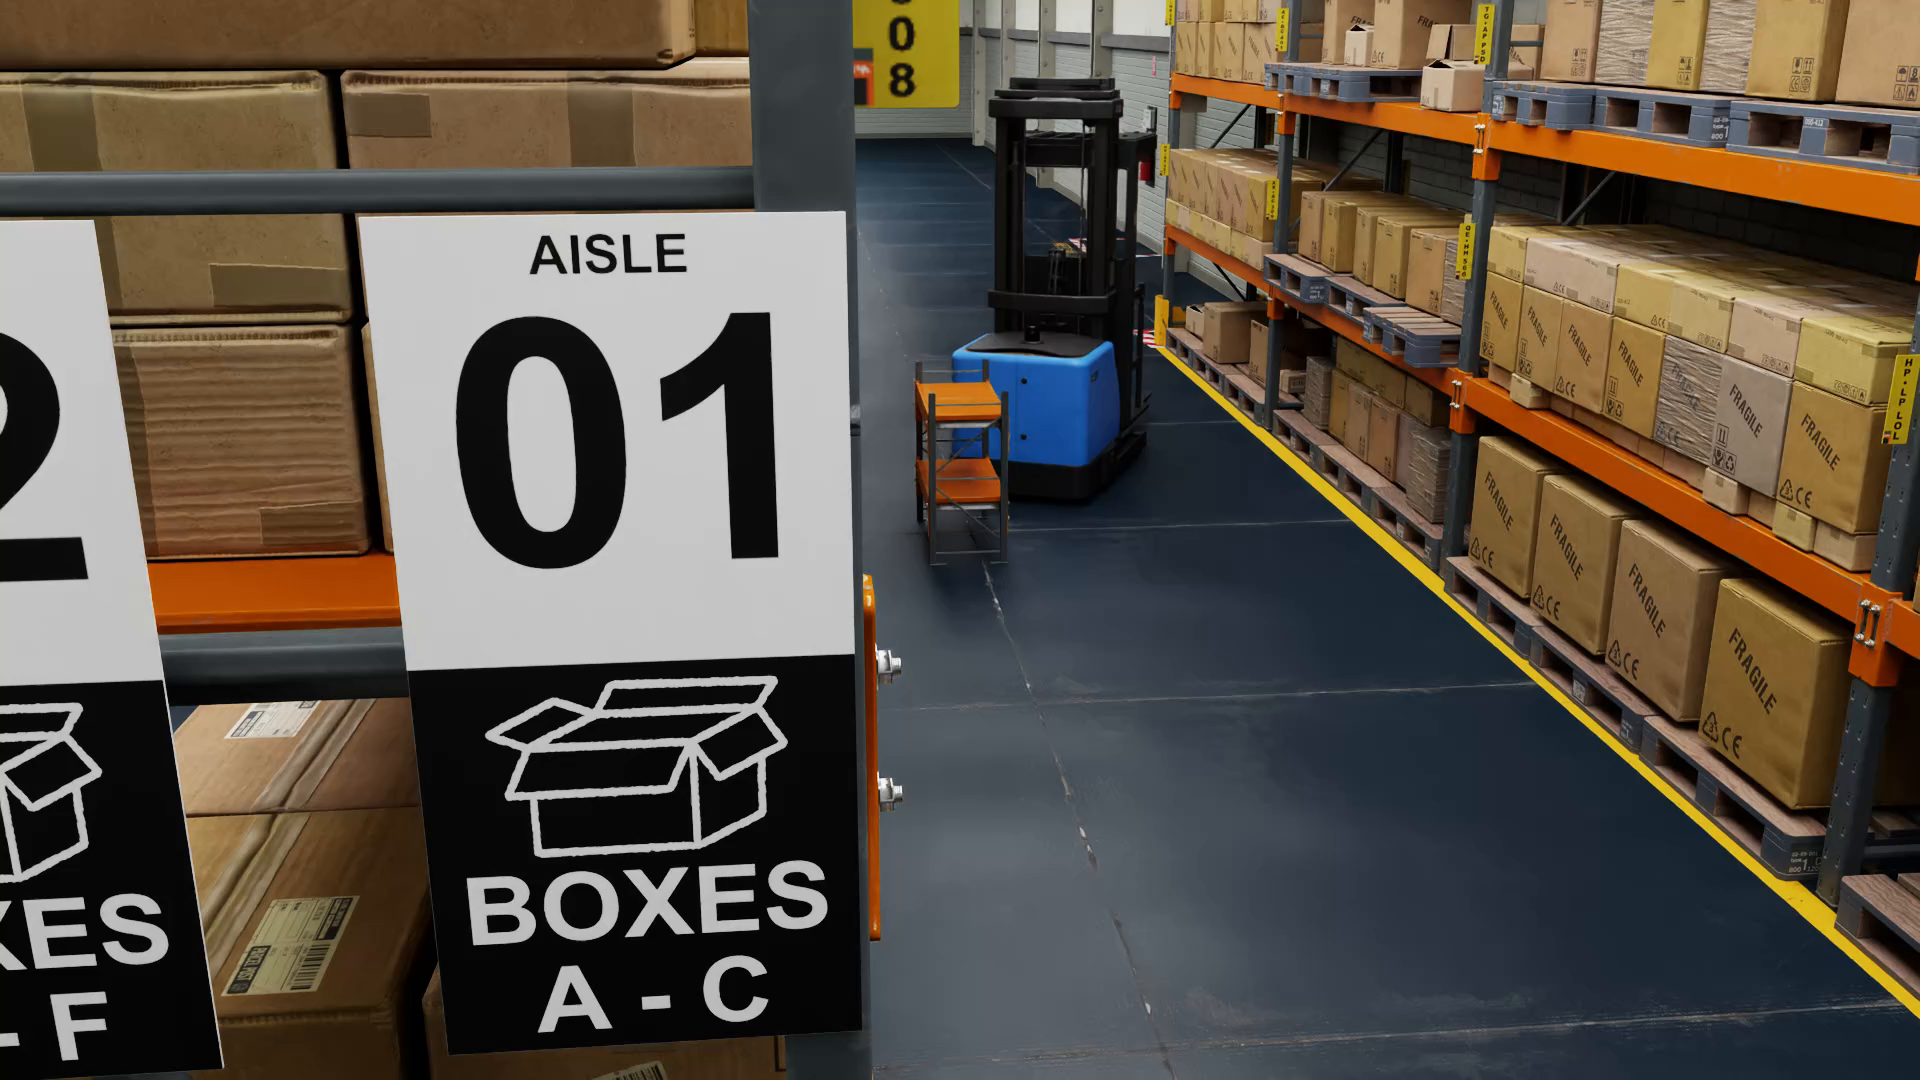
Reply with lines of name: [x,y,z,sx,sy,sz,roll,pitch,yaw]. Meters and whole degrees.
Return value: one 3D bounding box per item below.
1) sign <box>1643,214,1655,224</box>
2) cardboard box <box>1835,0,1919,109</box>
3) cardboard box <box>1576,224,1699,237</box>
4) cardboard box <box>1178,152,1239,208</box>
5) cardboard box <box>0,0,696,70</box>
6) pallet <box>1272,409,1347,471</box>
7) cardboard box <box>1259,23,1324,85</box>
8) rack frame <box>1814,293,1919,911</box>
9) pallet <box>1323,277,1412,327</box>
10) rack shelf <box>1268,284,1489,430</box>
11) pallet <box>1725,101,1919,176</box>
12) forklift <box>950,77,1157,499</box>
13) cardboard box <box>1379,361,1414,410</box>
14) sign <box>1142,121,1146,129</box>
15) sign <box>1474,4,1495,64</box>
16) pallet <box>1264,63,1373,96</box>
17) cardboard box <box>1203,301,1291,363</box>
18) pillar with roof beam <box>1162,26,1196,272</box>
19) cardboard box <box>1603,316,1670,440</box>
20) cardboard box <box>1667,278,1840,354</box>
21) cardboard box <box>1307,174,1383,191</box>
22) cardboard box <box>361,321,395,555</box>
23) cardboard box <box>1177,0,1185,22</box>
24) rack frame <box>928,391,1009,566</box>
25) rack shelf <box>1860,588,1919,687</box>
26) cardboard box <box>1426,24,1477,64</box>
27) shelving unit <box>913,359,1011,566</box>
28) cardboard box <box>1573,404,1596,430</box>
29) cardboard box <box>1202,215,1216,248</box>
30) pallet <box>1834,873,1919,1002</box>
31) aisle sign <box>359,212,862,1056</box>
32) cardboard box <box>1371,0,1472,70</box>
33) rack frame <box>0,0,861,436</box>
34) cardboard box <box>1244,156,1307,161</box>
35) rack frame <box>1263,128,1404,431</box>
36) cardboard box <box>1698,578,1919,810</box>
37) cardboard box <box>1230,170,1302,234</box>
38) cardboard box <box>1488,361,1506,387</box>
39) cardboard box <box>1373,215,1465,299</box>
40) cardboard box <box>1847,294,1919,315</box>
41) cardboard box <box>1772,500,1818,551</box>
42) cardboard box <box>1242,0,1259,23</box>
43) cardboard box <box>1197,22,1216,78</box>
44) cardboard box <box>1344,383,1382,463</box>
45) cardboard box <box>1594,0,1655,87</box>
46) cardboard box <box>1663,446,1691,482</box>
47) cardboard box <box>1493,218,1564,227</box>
sign: [4.063,-1.771,9.877,0.100,0.325,0.005,-2,18,-6]
cardboard box: [3.942,-1.963,6.513,0.700,0.500,0.500,-3,18,-9]
cardboard box: [3.816,-1.630,9.413,0.500,0.250,0.500,-1,17,-4]
cardboard box: [2.478,-3.581,16.539,0.500,0.500,0.500,-2,18,-5]
cardboard box: [-0.660,-0.771,1.782,0.700,0.500,0.500,-2,18,-6]
pallet: [3.181,-0.830,13.468,1.003,0.211,1.213,-2,18,-6]
cardboard box: [2.801,-4.024,13.779,0.500,0.500,0.500,-1,17,-4]
rack frame: [3.924,-0.009,6.197,1.000,3.000,0.127,-2,18,-6]
pallet: [3.266,-1.697,11.896,1.003,0.211,1.213,-2,18,-6]
rack shelf: [3.305,-1.453,11.999,1.077,0.370,4.000,-2,18,-6]
pallet: [3.780,-1.620,6.642,0.805,0.209,1.217,-2,18,-8]
forklift: [0.878,-2.091,12.944,1.130,2.935,3.031,6,18,18]
cardboard box: [3.331,-1.113,11.902,0.500,0.250,0.500,-2,18,-6]
sign: [2.820,-6.363,25.494,0.001,0.109,0.331,-2,18,-6]
sign: [2.971,-2.862,9.415,0.100,0.325,0.005,-2,18,-6]
pallet: [3.057,-3.546,12.771,1.213,0.211,1.003,-2,18,-6]
cardboard box: [2.753,-2.002,15.986,0.700,0.500,0.500,-3,18,-9]
pillar with roof beam: [-1.282,-7.919,21.378,9.100,9.000,0.400,-2,18,-6]
cardboard box: [3.463,-0.788,7.982,0.500,0.500,0.500,-1,17,-4]
cardboard box: [3.526,-1.002,7.410,0.500,0.250,0.500,-1,17,-5]
cardboard box: [3.258,-2.834,14.163,0.500,0.500,0.500,-2,18,-7]
cardboard box: [-0.390,-0.183,1.996,0.500,0.250,0.500,-2,18,-6]
cardboard box: [2.485,-5.427,16.578,0.500,0.500,0.500,-3,18,-10]
rack frame: [0.053,-0.383,10.520,0.500,1.125,0.032,-2,18,-6]
rack shelf: [4.130,0.930,4.407,1.077,0.370,4.000,-2,18,-6]
cardboard box: [3.470,-3.079,10.765,0.797,0.503,0.637,1,17,2]
shelving unit: [0.001,-0.535,11.002,0.538,1.125,1.048,-2,18,-6]
cardboard box: [3.460,-0.680,8.720,0.380,0.149,0.250,-1,17,-4]
cardboard box: [2.585,-2.910,15.655,0.500,0.250,0.500,-2,18,-5]
pallet: [3.925,1.551,5.885,1.003,0.211,1.213,-2,18,-6]
aisle sign: [-0.291,0.108,1.485,0.394,0.787,0.004,-2,18,-6]
cardboard box: [3.203,-3.539,11.565,0.500,0.500,0.500,-2,18,-8]
rack frame: [-0.590,-1.525,1.011,1.000,3.000,0.127,-2,18,-6]
cardboard box: [3.046,-3.442,16.097,0.500,0.500,0.500,-2,18,-7]
rack frame: [3.099,-2.392,13.789,1.000,3.000,0.127,-2,18,-6]
cardboard box: [3.728,0.627,7.060,0.750,0.750,0.750,-2,17,-5]
cardboard box: [2.685,-2.968,14.587,0.500,0.500,0.500,-2,18,-6]
cardboard box: [3.315,-0.985,9.692,0.380,0.149,0.250,-2,18,-6]
cardboard box: [3.302,-1.968,11.537,0.700,0.500,0.500,-2,18,-6]
cardboard box: [4.075,-0.866,6.980,0.500,0.250,0.500,-2,17,-5]
cardboard box: [3.558,-0.065,6.762,0.380,0.149,0.250,-1,17,-5]
cardboard box: [2.710,-4.662,14.143,0.500,0.500,0.500,-1,17,-3]
cardboard box: [2.550,-4.649,15.770,0.500,0.500,0.500,-1,17,-3]
cardboard box: [3.307,-0.885,12.427,0.700,0.500,0.500,-2,17,-5]
cardboard box: [3.725,-2.590,8.511,0.700,0.500,0.500,-3,18,-9]
cardboard box: [3.520,-0.370,7.735,0.380,0.149,0.250,-2,18,-7]
cardboard box: [3.446,-1.869,10.139,0.380,0.149,0.250,-4,18,-13]
